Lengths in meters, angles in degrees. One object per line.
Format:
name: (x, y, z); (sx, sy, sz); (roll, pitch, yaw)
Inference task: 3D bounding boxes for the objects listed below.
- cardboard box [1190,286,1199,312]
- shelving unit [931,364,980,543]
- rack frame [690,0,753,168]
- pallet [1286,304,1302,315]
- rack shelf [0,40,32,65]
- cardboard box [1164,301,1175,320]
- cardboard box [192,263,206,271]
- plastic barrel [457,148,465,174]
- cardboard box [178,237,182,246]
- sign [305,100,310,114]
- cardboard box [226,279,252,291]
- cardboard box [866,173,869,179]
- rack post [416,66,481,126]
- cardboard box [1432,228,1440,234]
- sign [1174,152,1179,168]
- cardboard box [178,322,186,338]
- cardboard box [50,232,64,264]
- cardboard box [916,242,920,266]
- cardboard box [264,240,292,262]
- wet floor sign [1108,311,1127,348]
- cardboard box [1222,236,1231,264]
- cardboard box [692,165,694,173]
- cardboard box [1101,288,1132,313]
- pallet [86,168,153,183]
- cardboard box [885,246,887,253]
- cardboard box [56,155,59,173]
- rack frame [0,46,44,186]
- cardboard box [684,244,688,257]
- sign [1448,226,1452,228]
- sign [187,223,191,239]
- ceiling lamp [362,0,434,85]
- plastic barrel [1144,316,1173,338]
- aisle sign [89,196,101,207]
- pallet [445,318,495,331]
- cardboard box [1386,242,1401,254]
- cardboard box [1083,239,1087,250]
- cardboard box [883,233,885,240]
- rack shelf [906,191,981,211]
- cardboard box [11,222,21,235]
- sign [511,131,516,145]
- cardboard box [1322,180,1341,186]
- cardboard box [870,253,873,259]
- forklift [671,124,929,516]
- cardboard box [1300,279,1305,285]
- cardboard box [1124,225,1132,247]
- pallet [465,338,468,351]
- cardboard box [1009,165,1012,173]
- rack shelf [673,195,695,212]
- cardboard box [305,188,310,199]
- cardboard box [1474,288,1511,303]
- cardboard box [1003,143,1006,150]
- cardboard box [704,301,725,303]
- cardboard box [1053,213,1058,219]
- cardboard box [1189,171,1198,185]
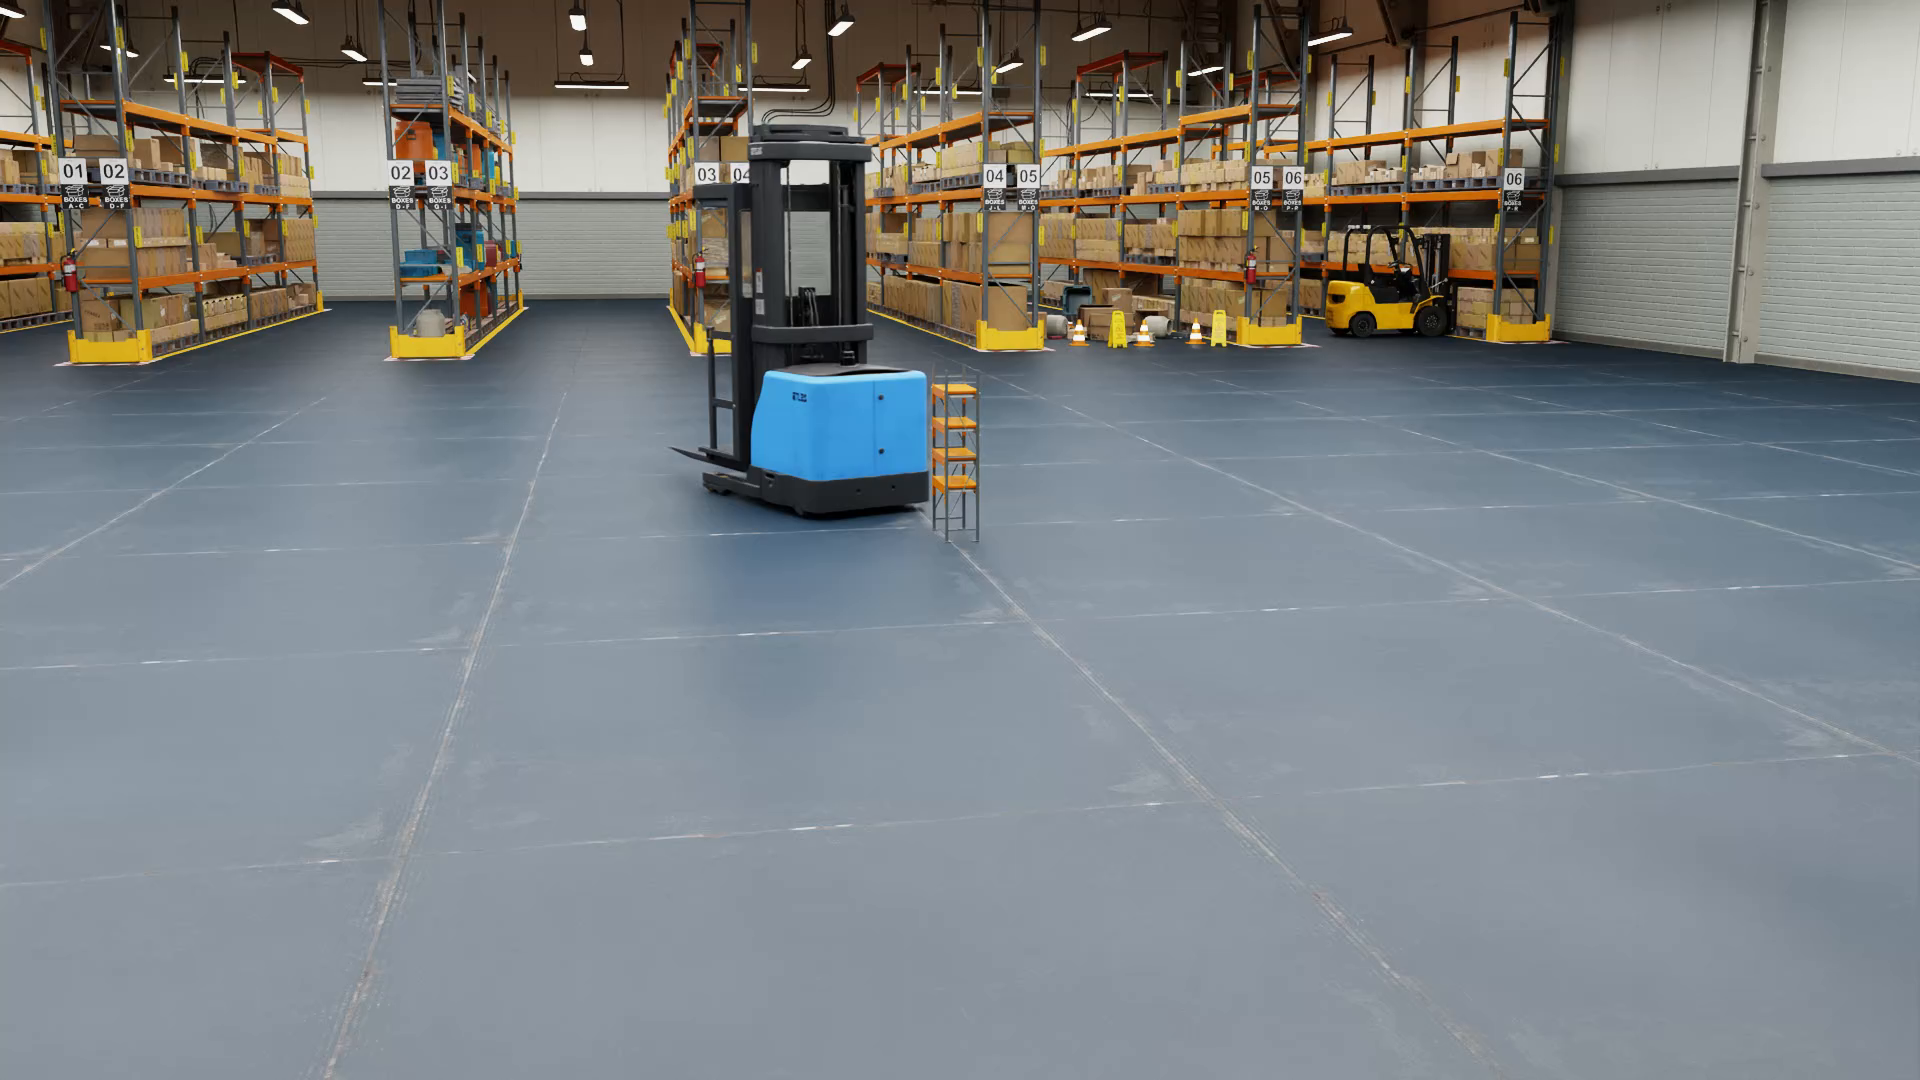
cardboard box: (4.913, -4.829, 33.271); (0.500, 0.500, 0.500); (-2, 11, -9)
shelving unit: (-0.032, -0.620, 11.744); (0.258, 1.200, 0.503); (-2, 11, -11)
rack frame: (-3.996, -7.674, 27.948); (1.000, 3.000, 0.127); (-2, 11, -11)
pallet: (8.695, -5.727, 41.224); (1.003, 0.211, 1.213); (-2, 11, -11)
rack shelf: (-20.517, -10.247, 34.501); (1.077, 0.370, 4.000); (-2, 11, -11)
cardboard box: (4.843, -4.832, 34.968); (0.950, 0.372, 0.625); (-2, 11, -10)
cardboard box: (-14.463, -5.147, 31.391); (0.380, 0.149, 0.250); (-2, 11, -11)
plastic barrel: (-10.463, -7.575, 34.111); (0.600, 0.901, 0.600); (0, 11, 0)
cardboard box: (-14.129, -5.333, 29.693); (0.380, 0.149, 0.250); (-2, 11, -13)
sign: (-16.277, -10.802, 41.461); (0.100, 0.325, 0.005); (-2, 11, -11)
cardboard box: (-15.998, -5.644, 36.829); (0.500, 0.250, 0.500); (-2, 11, -11)
cardboard box: (-2.212, -9.357, 42.811); (0.380, 0.149, 0.250); (-2, 11, -9)
rack post: (-10.099, -8.684, 32.718); (1.013, 1.000, 3.121); (-2, 11, -11)
cardboard box: (9.810, -6.258, 33.756); (0.380, 0.149, 0.250); (-2, 11, -12)
sign: (4.403, -7.721, 33.782); (0.100, 0.325, 0.005); (-2, 11, -11)
cardboard box: (-13.988, -3.696, 29.324); (0.500, 0.250, 0.500); (-2, 11, -11)
cardboard box: (-20.995, -6.635, 37.731); (0.980, 0.700, 0.700); (-2, 11, -10)
cardboard box: (-0.645, -6.127, 35.599); (0.500, 0.500, 0.500); (-2, 11, -11)
cardboard box: (-15.879, -6.721, 38.717); (0.500, 0.500, 0.500); (-2, 11, -10)
wet floor sign: (2.837, -3.799, 29.930); (0.267, 0.644, 0.232); (-4, 12, -21)
cardboard box: (5.256, -5.464, 31.319); (0.500, 0.500, 0.500); (-2, 11, -11)
cardboard box: (-4.452, -6.460, 28.929); (0.380, 0.149, 0.250); (-3, 11, -13)
cardboard box: (3.207, -4.895, 34.051); (0.500, 0.500, 0.500); (-2, 11, -11)
pallet: (-13.826, -5.928, 27.034); (1.003, 0.211, 1.213); (-2, 11, -11)
cardboard box: (-1.560, -6.844, 39.182); (0.380, 0.149, 0.250); (-2, 11, -12)
cardboard box: (-20.876, -8.646, 38.082); (0.500, 0.500, 0.500); (-2, 11, -12)
rack frame: (-20.906, -9.334, 36.672); (1.000, 3.000, 0.127); (-2, 11, -11)
cardboard box: (-5.451, -6.011, 34.533); (0.500, 0.250, 0.500); (-2, 11, -13)
sign: (10.359, -6.487, 35.228); (0.100, 0.325, 0.005); (-2, 11, -11)
sign: (-15.800, -6.343, 34.115); (0.100, 0.325, 0.005); (-2, 11, -11)
ceiling lamp: (-14.893, -13.699, 43.991); (2.000, 3.185, 0.800); (-2, 11, -11)
plastic barrel: (3.838, -4.145, 32.344); (0.512, 0.421, 0.421); (6, 12, 28)
aisle sign: (-21.404, -8.422, 40.971); (0.394, 0.787, 0.004); (-2, 11, -11)
pallet: (-10.297, -4.501, 34.778); (1.003, 0.211, 1.213); (-2, 11, -11)
cardboard box: (9.469, -6.255, 35.600); (0.500, 0.250, 0.500); (-2, 11, -12)
cardboard box: (3.329, -7.274, 40.958); (0.500, 0.250, 0.500); (-2, 11, -10)
cardboard box: (-1.615, -7.185, 39.381); (0.380, 0.149, 0.250); (-2, 11, -11)
rack shelf: (-0.278, -7.109, 34.928); (1.077, 0.370, 4.000); (-2, 11, -11)
cardboard box: (-20.275, -6.603, 35.246); (0.500, 0.250, 0.500); (-2, 11, -12)
sign: (-11.430, -10.293, 42.570); (0.100, 0.325, 0.005); (-2, 11, -11)
cardboard box: (8.732, -8.388, 39.055); (0.380, 0.149, 0.250); (-2, 11, -10)
cardboard box: (-2.105, -7.294, 42.669); (0.380, 0.149, 0.250); (-2, 11, -10)
forklift: (-1.475, -1.851, 13.582); (1.130, 2.935, 3.031); (-7, 13, -33)
cardboard box: (8.545, -6.309, 40.647); (0.380, 0.149, 0.250); (-2, 11, -12)
cardboard box: (4.030, -6.865, 37.557); (0.500, 0.500, 0.500); (-2, 11, -13)
pallet: (-9.068, -3.338, 28.671); (1.003, 0.211, 1.213); (-2, 11, -11)
cardboard box: (1.087, -6.616, 29.691); (0.380, 0.149, 0.250); (-2, 11, -10)
rack shelf: (-5.941, -7.681, 37.932); (1.077, 0.370, 4.000); (-2, 11, -11)
cardboard box: (-16.467, -8.617, 41.326); (0.500, 0.250, 0.500); (-2, 11, -11)
cardboard box: (10.198, -4.688, 31.863); (0.500, 0.250, 0.500); (-2, 11, -9)
cardboard box: (0.990, -7.098, 30.093); (0.380, 0.149, 0.250); (-2, 11, -10)
cardboard box: (-4.735, -4.364, 32.165); (0.500, 0.500, 0.500); (-2, 11, -13)
cardboard box: (2.671, -8.520, 43.759); (0.380, 0.149, 0.250); (-2, 11, -12)
cardboard box: (4.873, -7.182, 32.991); (0.500, 0.250, 0.500); (-2, 11, -11)
